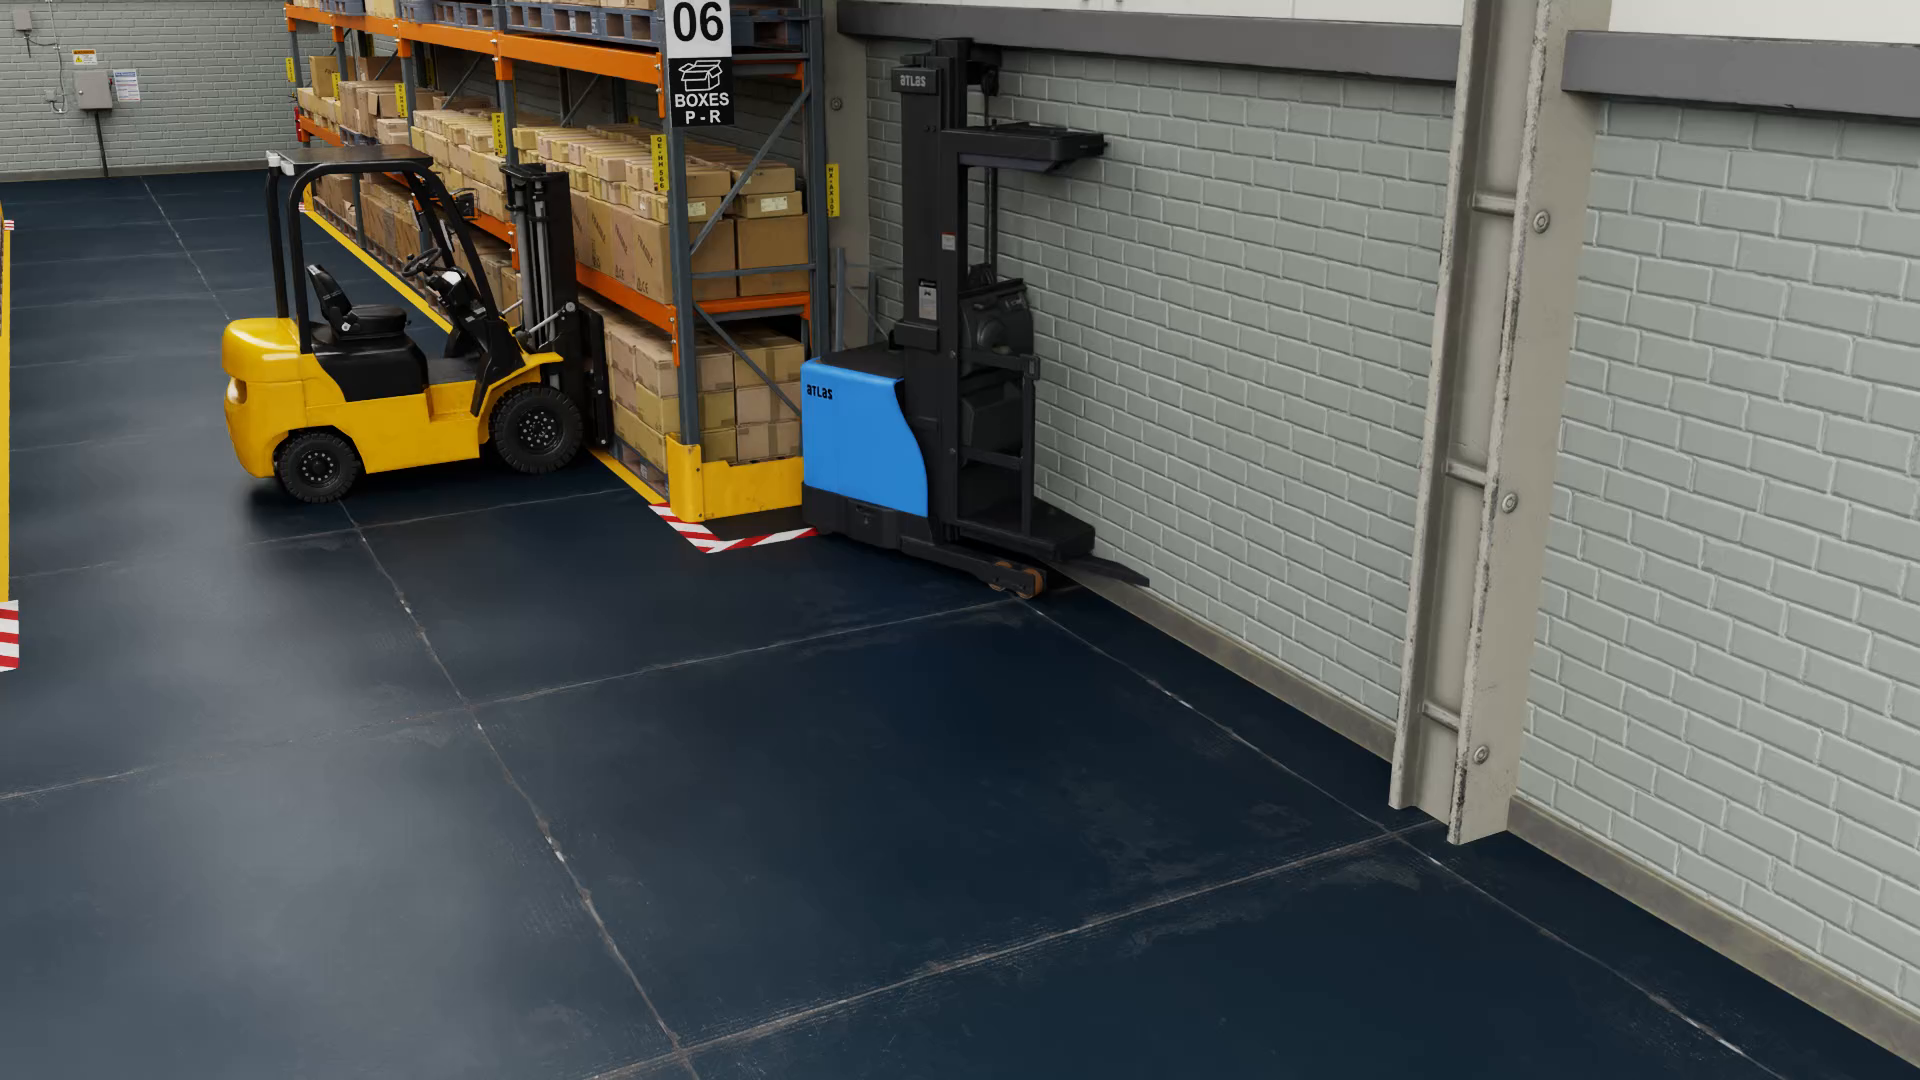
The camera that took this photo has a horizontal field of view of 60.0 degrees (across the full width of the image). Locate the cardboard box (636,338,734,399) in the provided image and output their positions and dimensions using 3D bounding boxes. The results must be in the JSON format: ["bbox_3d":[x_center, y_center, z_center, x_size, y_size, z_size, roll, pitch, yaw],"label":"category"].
[{"bbox_3d":[-1.792,-1.122,10.823,0.500,0.250,0.500,-9,21,-25],"label":"cardboard box"}]

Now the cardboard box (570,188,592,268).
[{"bbox_3d":[-2.493,-2.255,11.913,0.500,0.500,0.500,-10,21,-26],"label":"cardboard box"}]

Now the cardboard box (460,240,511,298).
[{"bbox_3d":[-4.176,-2.478,15.712,0.875,0.625,0.625,-11,22,-29],"label":"cardboard box"}]

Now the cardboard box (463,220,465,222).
[{"bbox_3d":[-5.266,-3.288,18.251,0.500,0.500,0.500,-10,21,-26],"label":"cardboard box"}]

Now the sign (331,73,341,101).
[{"bbox_3d":[-7.471,-5.434,19.955,0.100,0.325,0.005,-10,21,-27],"label":"sign"}]

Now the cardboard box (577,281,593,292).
[{"bbox_3d":[-3.010,-1.850,12.934,0.500,0.250,0.500,-10,21,-27],"label":"cardboard box"}]

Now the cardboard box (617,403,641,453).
[{"bbox_3d":[-2.027,-0.796,11.410,0.500,0.250,0.500,-10,21,-27],"label":"cardboard box"}]

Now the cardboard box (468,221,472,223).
[{"bbox_3d":[-5.071,-3.485,17.826,0.380,0.149,0.250,-9,21,-24],"label":"cardboard box"}]

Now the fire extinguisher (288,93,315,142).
[{"bbox_3d":[-9.373,-6.018,23.662,0.296,0.674,0.183,-10,21,-27],"label":"fire extinguisher"}]

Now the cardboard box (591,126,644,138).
[{"bbox_3d":[-2.698,-3.186,13.163,0.380,0.149,0.250,-11,22,-28],"label":"cardboard box"}]

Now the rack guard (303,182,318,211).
[{"bbox_3d":[-8.860,-5.056,24.018,1.175,0.500,0.348,-10,21,-27],"label":"rack guard"}]

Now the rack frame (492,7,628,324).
[{"bbox_3d":[-3.198,-2.815,13.691,1.000,3.000,0.127,-10,21,-27],"label":"rack frame"}]

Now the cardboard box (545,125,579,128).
[{"bbox_3d":[-3.610,-3.605,14.834,0.380,0.149,0.250,-10,21,-27],"label":"cardboard box"}]

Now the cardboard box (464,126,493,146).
[{"bbox_3d":[-4.188,-3.595,14.803,0.380,0.149,0.250,-10,21,-26],"label":"cardboard box"}]

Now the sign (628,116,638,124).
[{"bbox_3d":[-2.710,-3.348,13.787,0.100,0.325,0.005,-10,21,-27],"label":"sign"}]

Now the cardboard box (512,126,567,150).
[{"bbox_3d":[-3.308,-3.172,13.122,0.380,0.149,0.250,-10,21,-26],"label":"cardboard box"}]

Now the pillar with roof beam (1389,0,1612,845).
[{"bbox_3d":[-1.775,-2.453,3.444,9.100,9.000,0.400,-10,21,-27],"label":"pillar with roof beam"}]

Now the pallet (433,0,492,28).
[{"bbox_3d":[-4.163,-4.790,15.106,1.003,0.211,1.213,-9,21,-24],"label":"pallet"}]

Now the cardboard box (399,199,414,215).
[{"bbox_3d":[-6.002,-3.700,18.448,0.380,0.149,0.250,-10,22,-27],"label":"cardboard box"}]

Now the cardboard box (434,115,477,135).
[{"bbox_3d":[-4.797,-3.961,15.863,0.380,0.149,0.250,-10,21,-26],"label":"cardboard box"}]

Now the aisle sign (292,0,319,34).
[{"bbox_3d":[-9.187,-7.463,23.175,0.394,0.787,0.004,-10,21,-27],"label":"aisle sign"}]

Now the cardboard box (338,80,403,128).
[{"bbox_3d":[-6.964,-5.184,19.758,0.700,0.500,0.500,-9,21,-25],"label":"cardboard box"}]

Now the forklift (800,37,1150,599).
[{"bbox_3d":[0.482,-1.254,9.273,3.031,2.935,1.130,15,24,37],"label":"forklift"}]

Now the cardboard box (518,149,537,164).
[{"bbox_3d":[-3.278,-3.037,13.185,0.380,0.149,0.250,-10,22,-28],"label":"cardboard box"}]

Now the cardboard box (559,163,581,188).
[{"bbox_3d":[-2.696,-2.665,12.107,0.380,0.149,0.250,-11,22,-28],"label":"cardboard box"}]

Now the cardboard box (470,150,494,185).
[{"bbox_3d":[-3.907,-3.228,14.352,0.500,0.250,0.500,-11,22,-28],"label":"cardboard box"}]

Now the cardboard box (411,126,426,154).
[{"bbox_3d":[-5.124,-3.960,16.471,0.500,0.250,0.500,-10,21,-27],"label":"cardboard box"}]

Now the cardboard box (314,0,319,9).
[{"bbox_3d":[-8.000,-6.841,21.145,0.380,0.149,0.250,-10,21,-26],"label":"cardboard box"}]

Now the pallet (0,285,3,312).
[{"bbox_3d":[-10.347,-2.463,16.945,1.003,0.211,1.213,-10,21,-27],"label":"pallet"}]

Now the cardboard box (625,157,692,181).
[{"bbox_3d":[-1.999,-2.451,11.033,0.380,0.149,0.250,-10,21,-26],"label":"cardboard box"}]

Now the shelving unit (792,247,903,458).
[{"bbox_3d":[-0.674,-1.034,10.646,0.587,1.500,1.083,1,1,-17],"label":"shelving unit"}]

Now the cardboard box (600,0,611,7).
[{"bbox_3d":[-2.080,-3.531,10.575,0.396,0.266,0.258,-10,21,-27],"label":"cardboard box"}]

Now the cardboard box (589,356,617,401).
[{"bbox_3d":[-2.297,-1.184,11.768,0.500,0.250,0.500,-11,22,-28],"label":"cardboard box"}]

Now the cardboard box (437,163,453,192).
[{"bbox_3d":[-4.616,-3.435,15.718,0.500,0.250,0.500,-11,22,-28],"label":"cardboard box"}]

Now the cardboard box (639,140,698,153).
[{"bbox_3d":[-2.108,-2.814,12.085,0.380,0.149,0.250,-9,21,-25],"label":"cardboard box"}]

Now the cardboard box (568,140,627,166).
[{"bbox_3d":[-2.626,-2.814,12.085,0.380,0.149,0.250,-10,21,-27],"label":"cardboard box"}]

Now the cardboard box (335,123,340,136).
[{"bbox_3d":[-7.658,-5.187,20.951,0.380,0.149,0.250,-9,21,-25],"label":"cardboard box"}]

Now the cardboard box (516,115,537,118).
[{"bbox_3d":[-4.239,-3.967,15.881,0.380,0.149,0.250,-10,21,-27],"label":"cardboard box"}]

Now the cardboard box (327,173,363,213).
[{"bbox_3d":[-8.154,-4.668,22.248,0.500,0.500,0.500,-10,21,-26],"label":"cardboard box"}]

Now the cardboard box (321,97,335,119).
[{"bbox_3d":[-7.929,-5.576,21.467,0.500,0.250,0.500,-10,21,-27],"label":"cardboard box"}]

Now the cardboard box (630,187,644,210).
[{"bbox_3d":[-1.926,-2.229,10.846,0.380,0.149,0.250,-10,21,-26],"label":"cardboard box"}]

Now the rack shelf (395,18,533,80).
[{"bbox_3d":[-4.148,-4.467,14.983,1.077,0.370,4.000,-10,21,-27],"label":"rack shelf"}]

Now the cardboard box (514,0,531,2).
[{"bbox_3d":[-3.017,-4.160,12.330,0.500,0.311,0.500,-9,21,-26],"label":"cardboard box"}]

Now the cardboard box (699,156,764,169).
[{"bbox_3d":[-1.502,-2.445,11.014,0.380,0.149,0.250,-10,21,-26],"label":"cardboard box"}]

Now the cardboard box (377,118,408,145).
[{"bbox_3d":[-5.883,-4.344,17.707,0.500,0.250,0.500,-11,22,-29],"label":"cardboard box"}]

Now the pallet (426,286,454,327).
[{"bbox_3d":[-4.741,-2.403,16.771,1.003,0.211,1.213,-10,21,-27],"label":"pallet"}]

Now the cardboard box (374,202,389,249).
[{"bbox_3d":[-6.470,-3.659,19.326,0.500,0.500,0.500,-11,22,-28],"label":"cardboard box"}]

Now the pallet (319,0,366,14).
[{"bbox_3d":[-6.749,-6.243,19.313,1.213,0.211,1.003,-10,21,-27],"label":"pallet"}]

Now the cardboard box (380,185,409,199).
[{"bbox_3d":[-6.587,-4.075,19.536,0.380,0.149,0.250,-10,22,-28],"label":"cardboard box"}]

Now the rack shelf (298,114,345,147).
[{"bbox_3d":[-7.947,-5.346,22.127,1.077,0.370,4.000,-10,21,-27],"label":"rack shelf"}]

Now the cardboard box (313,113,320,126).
[{"bbox_3d":[-8.414,-5.627,22.224,0.380,0.149,0.250,-11,22,-28],"label":"cardboard box"}]

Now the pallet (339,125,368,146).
[{"bbox_3d":[-6.713,-4.774,19.664,1.003,0.211,1.213,-10,21,-27],"label":"pallet"}]
